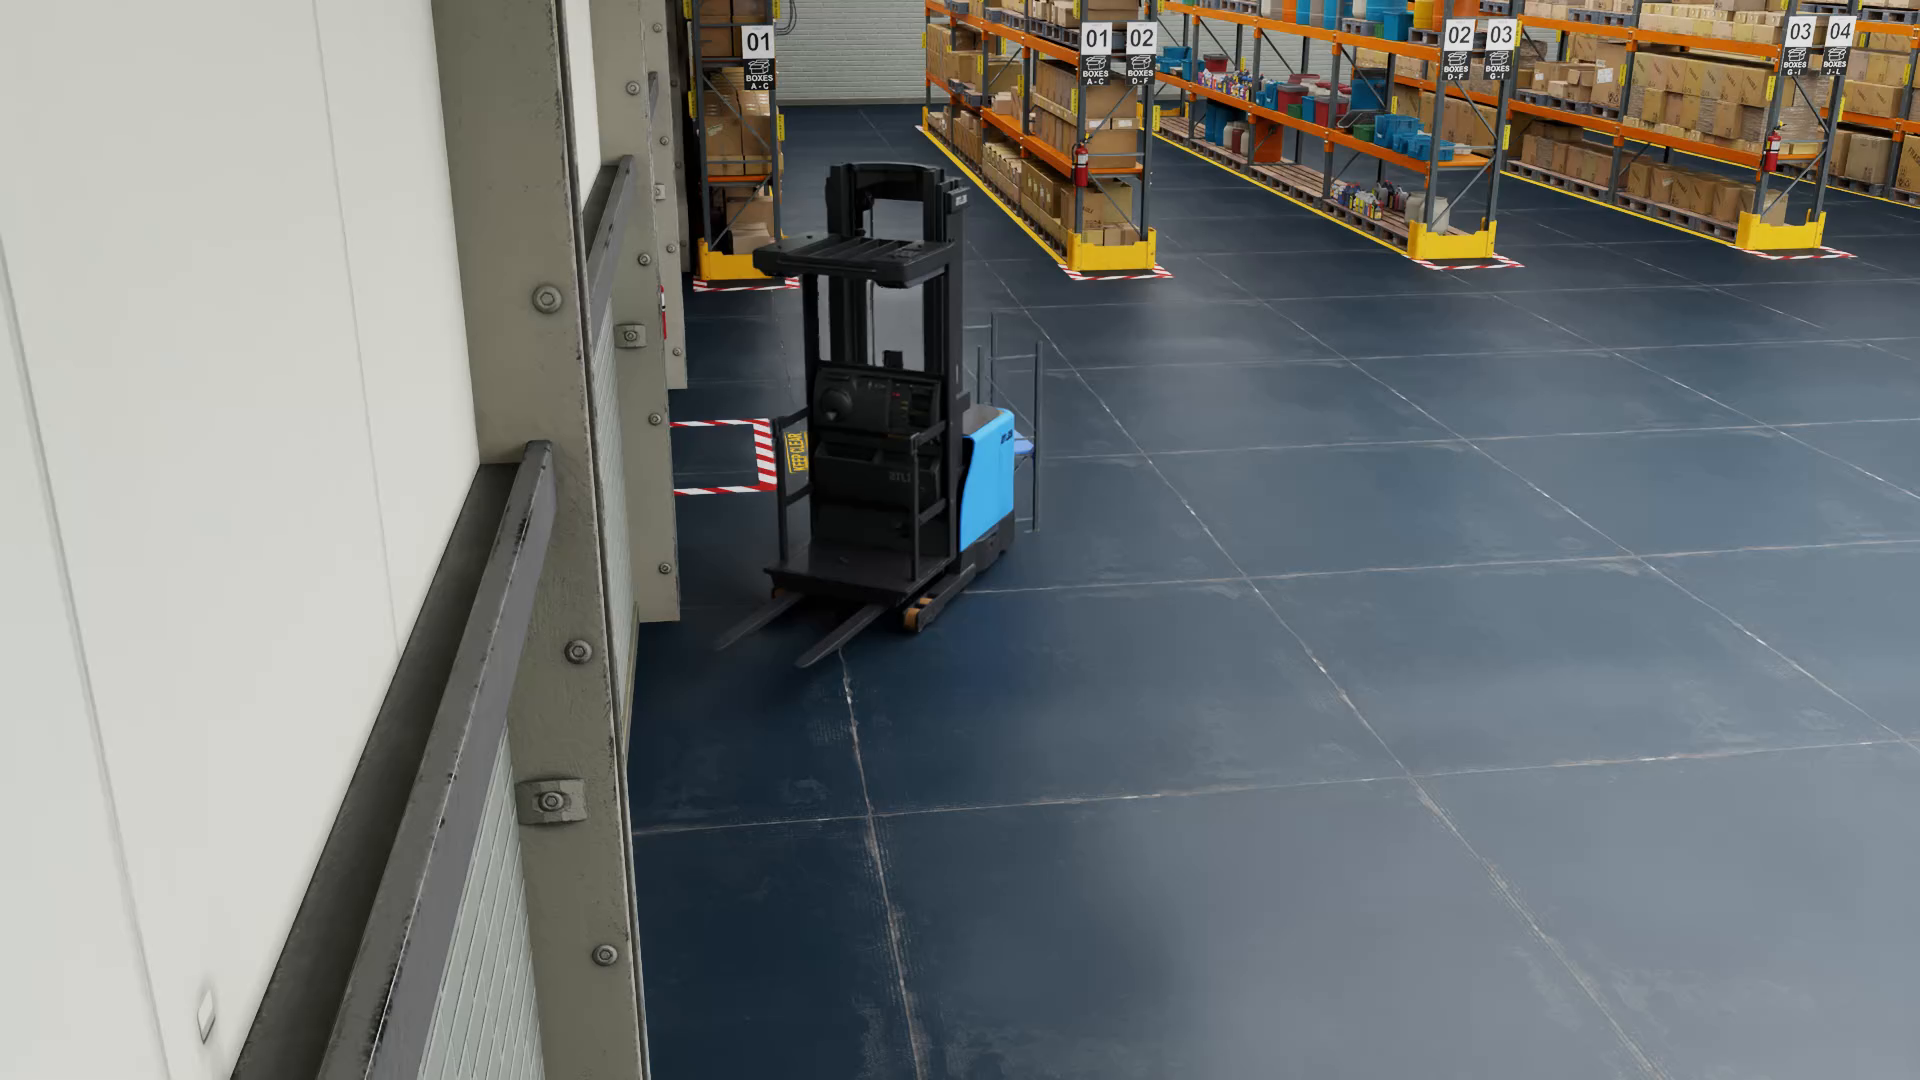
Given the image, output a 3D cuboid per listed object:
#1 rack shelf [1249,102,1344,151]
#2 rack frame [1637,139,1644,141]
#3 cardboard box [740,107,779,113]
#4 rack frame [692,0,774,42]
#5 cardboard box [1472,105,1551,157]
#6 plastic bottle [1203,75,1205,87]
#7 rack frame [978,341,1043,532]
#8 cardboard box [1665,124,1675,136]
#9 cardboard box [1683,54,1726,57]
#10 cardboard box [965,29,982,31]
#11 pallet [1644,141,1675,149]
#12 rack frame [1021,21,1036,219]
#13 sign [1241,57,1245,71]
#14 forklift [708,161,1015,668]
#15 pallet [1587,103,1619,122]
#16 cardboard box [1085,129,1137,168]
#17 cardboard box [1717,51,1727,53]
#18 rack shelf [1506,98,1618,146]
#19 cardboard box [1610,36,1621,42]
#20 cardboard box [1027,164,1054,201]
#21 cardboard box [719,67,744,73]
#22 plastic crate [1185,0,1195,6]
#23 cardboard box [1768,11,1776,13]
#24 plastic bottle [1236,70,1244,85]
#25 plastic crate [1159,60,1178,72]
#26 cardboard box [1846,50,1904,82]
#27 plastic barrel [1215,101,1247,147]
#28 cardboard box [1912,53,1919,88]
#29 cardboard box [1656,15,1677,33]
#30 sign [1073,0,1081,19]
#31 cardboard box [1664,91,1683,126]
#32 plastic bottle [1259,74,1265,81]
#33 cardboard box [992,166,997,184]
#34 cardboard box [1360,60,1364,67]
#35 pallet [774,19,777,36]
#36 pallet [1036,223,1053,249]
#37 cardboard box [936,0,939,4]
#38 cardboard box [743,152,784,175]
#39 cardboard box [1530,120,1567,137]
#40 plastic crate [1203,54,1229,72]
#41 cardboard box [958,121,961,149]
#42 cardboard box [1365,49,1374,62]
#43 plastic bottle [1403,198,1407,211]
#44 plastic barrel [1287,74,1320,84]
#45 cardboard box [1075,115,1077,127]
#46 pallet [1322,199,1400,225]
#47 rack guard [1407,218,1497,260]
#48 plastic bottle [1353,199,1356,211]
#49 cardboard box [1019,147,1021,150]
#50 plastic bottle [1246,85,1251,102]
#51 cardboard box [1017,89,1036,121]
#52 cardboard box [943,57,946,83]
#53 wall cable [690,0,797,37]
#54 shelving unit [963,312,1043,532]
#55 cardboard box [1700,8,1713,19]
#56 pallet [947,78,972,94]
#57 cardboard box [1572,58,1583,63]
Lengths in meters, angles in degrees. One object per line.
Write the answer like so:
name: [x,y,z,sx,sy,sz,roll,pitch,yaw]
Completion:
rack shelf: [6.088,-7.119,28.519,1.077,0.370,4.000,-3,21,-8]
rack frame: [15.047,-9.999,35.200,1.000,3.000,0.127,-3,21,-8]
cardboard box: [-2.683,-5.522,22.327,0.500,0.500,0.500,-3,21,-8]
rack frame: [-2.850,-7.690,20.443,1.000,3.000,0.127,-3,21,-8]
cardboard box: [10.622,-7.840,31.857,1.225,0.875,0.875,-4,21,-10]
plastic bottle: [4.922,-9.206,33.262,0.097,0.271,0.097,0,20,0]
rack frame: [0.373,-0.751,12.584,0.500,1.500,0.032,-7,21,-17]
cardboard box: [11.216,-6.375,25.856,0.380,0.149,0.250,-3,21,-8]
cardboard box: [11.688,-7.353,26.120,0.500,0.500,0.500,-3,21,-8]
cardboard box: [0.383,-10.334,34.527,0.500,0.500,0.500,-4,21,-9]
pallet: [15.161,-8.423,34.966,1.003,0.211,1.213,-3,21,-8]
rack frame: [1.475,-6.515,25.874,1.000,3.000,0.127,-3,21,-8]
sign: [5.768,-9.691,33.979,0.100,0.325,0.005,-3,21,-8]
forklift: [-0.643,-0.927,11.008,1.130,2.935,3.031,9,22,22]
pallet: [11.312,-7.196,27.969,1.003,0.211,1.213,-3,21,-8]
cardboard box: [1.996,-5.340,22.582,0.700,0.500,0.500,-3,21,-8]
cardboard box: [15.486,-9.776,33.512,0.380,0.149,0.250,-4,21,-10]
rack shelf: [10.990,-7.369,29.188,1.077,0.370,4.000,-3,21,-8]
cardboard box: [14.572,-11.159,36.310,0.500,0.500,0.500,-2,21,-6]
cardboard box: [1.311,-5.426,25.215,0.500,0.500,0.500,-3,21,-8]
cardboard box: [-3.863,-7.977,28.089,0.380,0.149,0.250,-6,21,-17]
plastic crate: [4.863,-10.971,33.819,0.450,0.188,0.662,-3,21,-8]
cardboard box: [11.944,-7.616,24.177,0.380,0.149,0.250,-3,21,-8]
plastic bottle: [5.564,-9.138,32.965,0.144,0.351,0.185,-3,21,-8]
plastic crate: [4.546,-10.310,36.188,0.416,0.233,0.300,-3,21,-8]
cardboard box: [15.975,-8.269,28.996,0.700,0.500,0.500,-3,21,-7]
plastic barrel: [5.387,-8.313,33.086,0.600,0.901,0.708,-3,21,-8]
cardboard box: [16.220,-7.676,27.222,0.875,0.550,0.550,-3,21,-8]
cardboard box: [11.171,-7.997,25.768,0.500,0.250,0.500,-3,21,-8]
sign: [1.512,-6.891,21.439,0.100,0.325,0.005,-3,21,-8]
cardboard box: [11.491,-6.698,25.795,0.875,0.500,0.500,-3,21,-8]
plastic bottle: [5.839,-8.828,32.135,0.144,0.351,0.185,-3,21,-8]
cardboard box: [0.837,-6.259,28.517,0.500,0.250,0.500,-3,21,-9]
cardboard box: [9.311,-10.823,37.765,0.380,0.149,0.250,-3,21,-9]
pallet: [-3.410,-7.801,25.296,1.213,0.211,1.003,-3,21,-8]
pallet: [1.727,-4.508,24.485,1.003,0.211,1.213,-3,21,-8]
cardboard box: [-0.221,-11.295,34.597,0.500,0.250,0.500,-3,21,-8]
cardboard box: [-2.606,-5.003,22.011,0.500,0.250,0.500,-4,21,-9]
cardboard box: [10.828,-7.555,30.528,0.500,0.250,0.500,-2,21,-6]
plastic crate: [5.343,-9.914,34.795,0.402,0.464,0.583,-3,21,-8]
cardboard box: [0.238,-7.956,32.676,0.500,0.500,0.500,-3,21,-7]
cardboard box: [9.432,-10.878,37.344,0.500,0.250,0.500,-3,21,-8]
plastic bottle: [6.893,-5.176,25.659,0.097,0.201,0.097,0,20,0]
plastic barrel: [6.167,-8.067,29.834,0.600,0.536,0.708,-3,21,-8]
cardboard box: [1.768,-5.694,22.605,0.380,0.149,0.250,-2,21,-6]
pallet: [6.432,-5.223,26.399,1.003,0.211,1.213,-3,21,-8]
rack guard: [6.896,-4.232,23.332,1.175,0.500,0.348,-3,21,-8]
plastic bottle: [6.127,-5.194,25.707,0.097,0.201,0.097,0,20,0]
cardboard box: [1.298,-6.723,28.958,0.500,0.311,0.500,-3,21,-9]
plastic bottle: [5.320,-8.213,30.585,0.061,0.283,0.133,-3,21,-8]
cardboard box: [1.232,-7.185,27.523,0.500,0.500,0.500,-3,21,-8]
cardboard box: [-0.080,-9.671,34.179,0.500,0.500,0.500,-2,21,-6]
wall cable: [-5.618,-13.751,41.110,3.097,2.526,0.112,-3,21,-8]
shelving unit: [0.215,-0.920,13.037,0.538,1.500,1.048,-7,21,-17]
cardboard box: [11.316,-7.870,24.859,0.380,0.149,0.250,-2,21,-6]
pallet: [0.328,-8.913,32.568,1.003,0.211,1.213,-3,21,-8]
cardboard box: [14.257,-10.955,38.120,0.380,0.149,0.250,-4,21,-9]
